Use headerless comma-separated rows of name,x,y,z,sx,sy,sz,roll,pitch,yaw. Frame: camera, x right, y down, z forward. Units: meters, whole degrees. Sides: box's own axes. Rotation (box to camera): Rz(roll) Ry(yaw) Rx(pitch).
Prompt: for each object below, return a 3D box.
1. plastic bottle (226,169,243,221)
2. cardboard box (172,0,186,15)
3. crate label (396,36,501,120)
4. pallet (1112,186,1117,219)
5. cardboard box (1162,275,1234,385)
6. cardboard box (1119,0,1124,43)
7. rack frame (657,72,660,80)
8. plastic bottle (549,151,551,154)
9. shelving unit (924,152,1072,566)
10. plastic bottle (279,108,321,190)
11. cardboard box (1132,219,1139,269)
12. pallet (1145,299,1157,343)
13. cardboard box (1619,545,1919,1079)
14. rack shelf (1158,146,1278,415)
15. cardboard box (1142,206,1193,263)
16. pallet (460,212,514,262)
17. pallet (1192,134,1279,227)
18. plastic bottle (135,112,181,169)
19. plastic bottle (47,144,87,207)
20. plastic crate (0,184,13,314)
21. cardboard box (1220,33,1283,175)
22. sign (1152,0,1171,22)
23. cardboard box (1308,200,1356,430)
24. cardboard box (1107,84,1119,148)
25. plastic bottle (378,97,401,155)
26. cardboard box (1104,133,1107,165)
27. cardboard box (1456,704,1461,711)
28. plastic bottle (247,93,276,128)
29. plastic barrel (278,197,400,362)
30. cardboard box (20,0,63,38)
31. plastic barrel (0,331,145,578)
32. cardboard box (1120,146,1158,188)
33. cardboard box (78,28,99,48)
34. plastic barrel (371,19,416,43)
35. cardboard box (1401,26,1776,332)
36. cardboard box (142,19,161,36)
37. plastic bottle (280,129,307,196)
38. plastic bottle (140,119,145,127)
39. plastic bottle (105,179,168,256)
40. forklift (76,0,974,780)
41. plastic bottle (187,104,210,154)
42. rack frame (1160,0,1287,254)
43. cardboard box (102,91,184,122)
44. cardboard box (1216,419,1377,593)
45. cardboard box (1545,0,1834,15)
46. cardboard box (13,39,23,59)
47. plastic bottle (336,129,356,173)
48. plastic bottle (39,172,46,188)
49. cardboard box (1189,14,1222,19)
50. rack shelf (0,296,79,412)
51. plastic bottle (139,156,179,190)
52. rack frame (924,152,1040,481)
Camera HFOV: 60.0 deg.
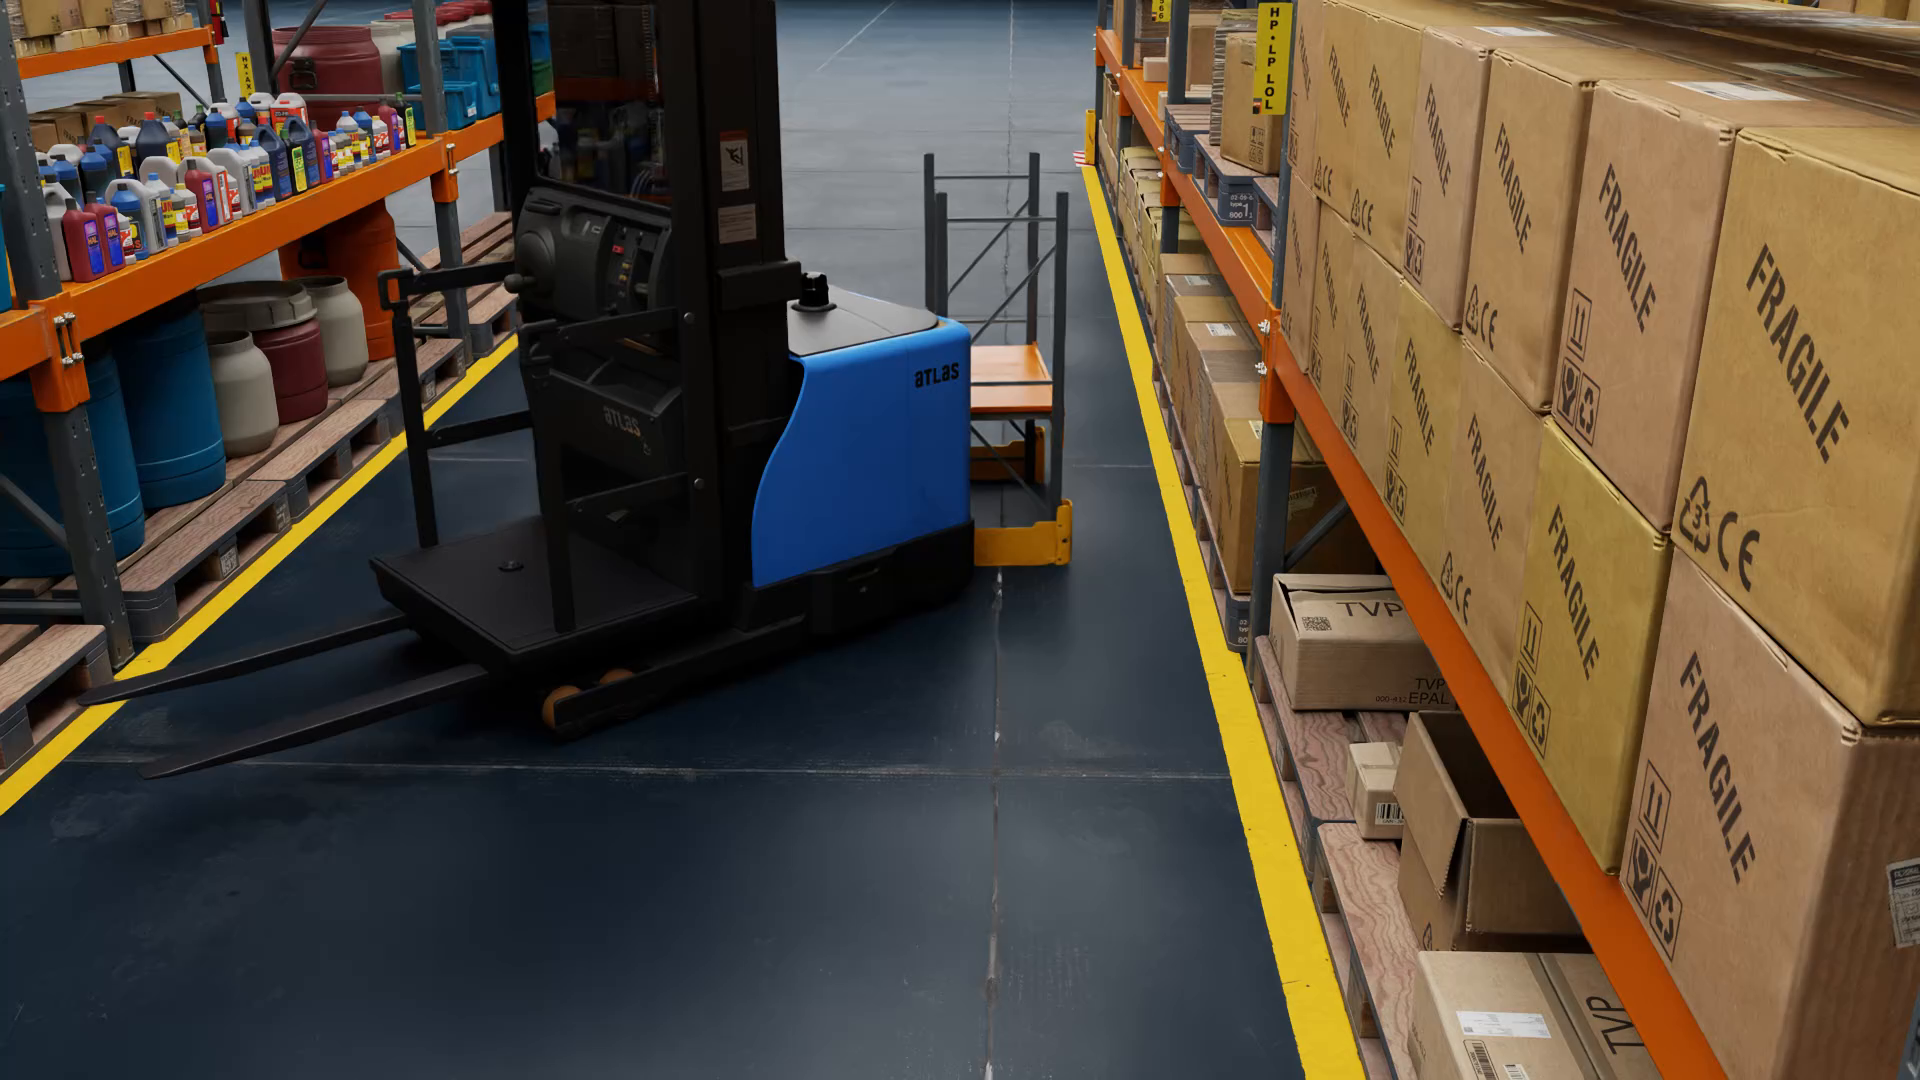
plastic bottle,-2.998,-1.411,6.794,0.097,0.201,0.097,0,21,0
cardboard box,-8.082,-5.344,16.107,0.875,0.500,0.500,1,21,2
crate label,-3.030,-2.783,10.007,0.502,0.435,0.616,1,21,2
pallet,1.808,-2.788,13.923,1.003,0.211,1.213,1,21,2
cardboard box,1.311,-1.044,8.420,0.500,0.500,0.500,0,21,0
cardboard box,1.805,-4.756,15.001,0.700,0.500,0.500,1,21,2
rack frame,-3.087,-5.303,16.550,1.000,3.000,0.127,1,21,2
plastic bottle,-3.508,-3.160,14.175,0.061,0.283,0.133,2,21,5
shelving unit,0.127,-0.791,6.994,0.587,1.500,1.083,-1,21,-3
plastic bottle,-2.998,-1.766,7.503,0.144,0.351,0.185,1,21,2
cardboard box,1.436,-2.016,11.298,0.500,0.250,0.500,1,21,3
pallet,1.684,-1.352,10.222,1.003,0.211,1.213,1,21,2
cardboard box,1.119,0.326,1.903,0.500,0.500,0.500,1,21,3
rack shelf,1.560,-1.296,7.218,1.077,0.370,4.000,1,21,2
cardboard box,1.399,-1.910,10.251,0.500,0.311,0.500,0,21,1
pallet,-3.194,-2.273,12.594,1.003,0.211,1.213,1,21,2
pallet,1.566,-1.562,7.174,1.003,0.211,1.213,1,21,2
plastic bottle,-3.562,-1.723,7.390,0.144,0.351,0.185,1,21,2
plastic bottle,-3.726,-1.500,6.919,0.152,0.276,0.135,1,21,2
plastic crate,-3.125,-0.812,4.915,0.392,0.384,0.575,1,21,2
cardboard box,1.491,-1.790,6.778,0.700,0.500,0.500,-5,22,-12
sign,1.066,-2.900,8.754,0.100,0.325,0.005,1,21,2
cardboard box,1.198,-0.589,4.261,0.500,0.500,0.500,1,21,3
cardboard box,1.577,-3.777,14.801,0.500,0.500,0.500,1,21,2
plastic bottle,-2.923,-2.122,8.512,0.061,0.283,0.133,1,21,2
cardboard box,1.598,-3.608,15.402,0.500,0.250,0.500,1,21,2
cardboard box,1.765,0.261,5.057,0.500,0.500,0.500,1,21,2
plastic bottle,-3.667,-2.200,8.724,0.152,0.276,0.135,1,21,2
plastic barrel,-3.328,-1.418,8.955,0.600,0.830,0.708,1,21,2
cardboard box,-8.034,-4.439,13.774,0.875,0.500,0.500,1,21,2
plastic barrel,-3.419,-0.378,6.178,0.600,0.901,0.708,1,21,2
cardboard box,1.481,-2.830,12.621,0.500,0.311,0.500,1,21,2
cardboard box,-7.820,-4.411,14.598,0.380,0.149,0.250,1,21,2
plastic barrel,-3.500,-2.989,10.432,0.421,0.512,0.421,0,21,0
cardboard box,1.157,-0.695,3.153,0.500,0.500,0.500,1,21,3
cardboard box,-7.828,-4.864,15.765,0.380,0.149,0.250,1,21,2
plastic bottle,-2.961,-1.677,7.366,0.061,0.283,0.133,1,21,2
plastic bottle,-3.748,-1.786,7.647,0.061,0.283,0.133,1,21,2
plastic bottle,-3.046,-1.202,6.152,0.152,0.276,0.135,1,21,2
forklift,-1.383,-0.939,5.398,3.031,2.935,1.130,-18,27,-38
plastic bottle,-3.731,-1.988,8.168,0.061,0.283,0.133,1,21,2
rack frame,1.620,-2.355,8.951,1.000,3.000,0.127,1,21,2
cardboard box,-8.074,-4.163,16.485,0.500,0.500,0.500,5,22,12
cardboard box,1.227,-0.130,6.064,0.500,0.500,0.500,1,21,1
cardboard box,1.729,-1.050,4.069,0.500,0.500,0.500,0,21,1
cardboard box,-7.832,-3.959,13.433,0.380,0.149,0.250,1,21,2
plastic bottle,-2.960,-1.866,7.967,0.097,0.201,0.097,0,21,0
plastic bottle,-3.602,-1.343,6.411,0.144,0.351,0.185,1,21,2
cardboard box,1.671,-3.199,10.988,0.500,0.500,0.500,1,21,2
rack shelf,-3.513,0.094,3.634,1.077,0.370,4.000,1,21,2
plastic bottle,-3.181,-1.406,6.678,0.152,0.276,0.135,1,21,2
rack frame,0.095,-0.978,7.475,0.500,1.500,0.032,-1,21,-3
